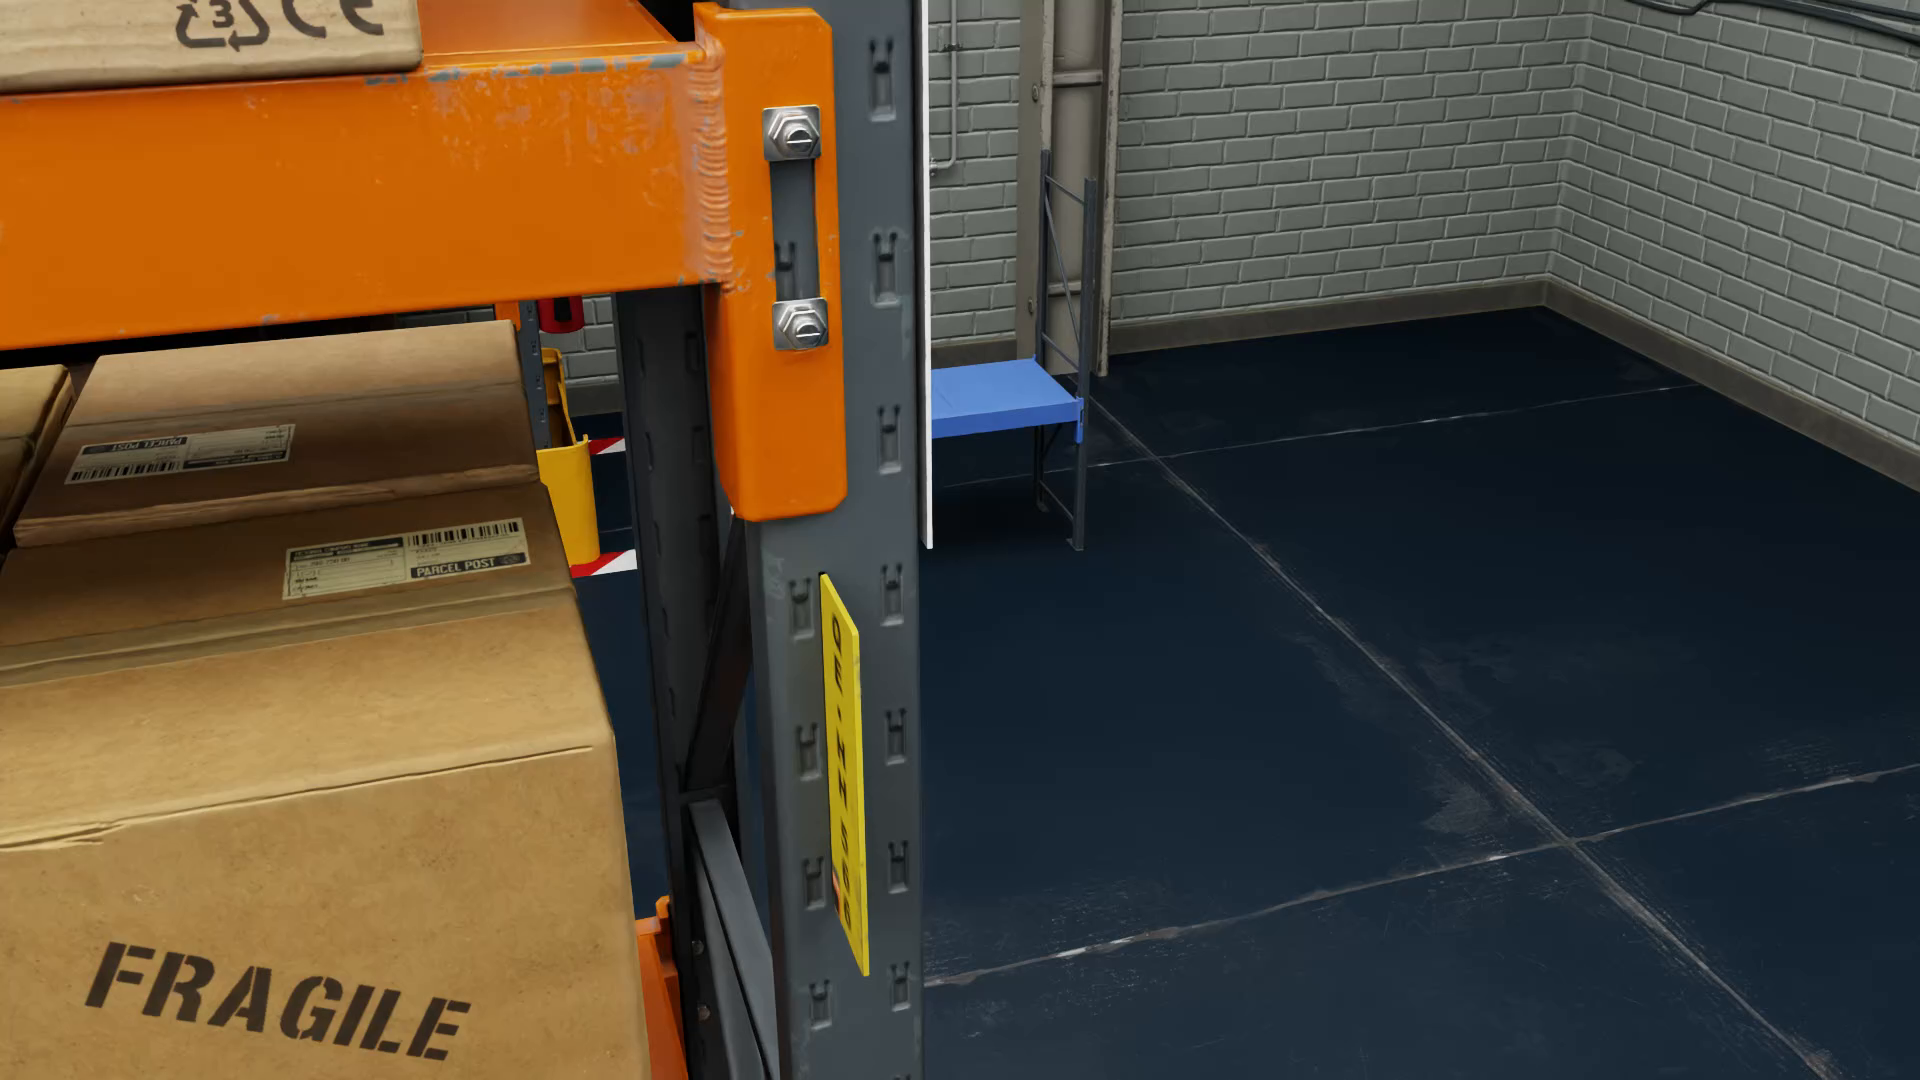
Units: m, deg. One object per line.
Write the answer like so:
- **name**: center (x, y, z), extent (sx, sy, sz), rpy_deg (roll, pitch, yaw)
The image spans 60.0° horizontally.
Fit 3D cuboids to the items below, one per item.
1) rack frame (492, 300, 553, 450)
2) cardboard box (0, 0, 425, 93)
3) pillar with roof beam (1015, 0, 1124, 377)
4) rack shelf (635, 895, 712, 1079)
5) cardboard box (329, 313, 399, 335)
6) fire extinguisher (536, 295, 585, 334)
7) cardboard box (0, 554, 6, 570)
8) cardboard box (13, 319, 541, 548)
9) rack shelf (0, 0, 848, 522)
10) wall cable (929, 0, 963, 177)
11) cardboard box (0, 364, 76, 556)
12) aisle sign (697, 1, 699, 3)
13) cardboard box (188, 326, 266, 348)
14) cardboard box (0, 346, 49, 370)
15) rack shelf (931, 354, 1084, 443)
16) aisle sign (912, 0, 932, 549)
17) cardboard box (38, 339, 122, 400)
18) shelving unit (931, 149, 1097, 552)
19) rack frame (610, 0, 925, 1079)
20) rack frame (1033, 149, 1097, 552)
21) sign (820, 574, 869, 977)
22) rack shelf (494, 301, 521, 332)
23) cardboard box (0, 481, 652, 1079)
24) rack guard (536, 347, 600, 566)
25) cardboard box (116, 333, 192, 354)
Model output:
- **rack frame**: center (-1.782, -1.479, 6.355), extent (0.127, 3.000, 1.000), rpy_deg (-8, 28, -16)
- **cardboard box**: center (-0.652, -0.479, 1.137), extent (0.500, 0.250, 0.500), rpy_deg (-8, 28, -16)
- **pillar with roof beam**: center (1.850, -3.083, 2.840), extent (0.400, 9.000, 9.100), rpy_deg (-8, 28, -16)
- **rack shelf**: center (-2.146, 1.213, 1.743), extent (4.000, 0.370, 1.077), rpy_deg (-8, 28, -16)
- **cardboard box**: center (-2.360, -0.801, 6.599), extent (0.250, 0.149, 0.380), rpy_deg (-8, 28, -16)
- **fire extinguisher**: center (-1.496, -1.103, 6.104), extent (0.183, 0.674, 0.296), rpy_deg (-8, 28, -16)
- **cardboard box**: center (-1.063, 0.370, 1.394), extent (0.500, 0.500, 0.500), rpy_deg (-7, 27, -15)
- **cardboard box**: center (-0.748, 0.072, 1.994), extent (0.500, 0.500, 0.500), rpy_deg (-7, 27, -15)
- **rack shelf**: center (-2.146, -0.131, 1.076), extent (4.000, 0.370, 1.077), rpy_deg (-8, 28, -16)
- **wall cable**: center (-0.858, -2.510, 7.290), extent (1.851, 1.984, 0.084), rpy_deg (-8, 28, -16)
- **cardboard box**: center (-1.243, 0.147, 1.843), extent (0.500, 0.500, 0.500), rpy_deg (-8, 27, -16)
- **aisle sign**: center (-0.271, -0.683, 1.828), extent (0.004, 0.787, 0.394), rpy_deg (-8, 28, -16)
- **cardboard box**: center (-2.841, -0.731, 6.458), extent (0.250, 0.149, 0.380), rpy_deg (-8, 28, -16)
- **cardboard box**: center (-3.565, -0.626, 6.246), extent (0.250, 0.149, 0.380), rpy_deg (-8, 27, -16)
- **rack shelf**: center (-0.081, -0.499, 6.473), extent (1.000, 0.185, 0.538), rpy_deg (-8, 28, -16)
- **aisle sign**: center (-0.085, -0.429, 1.317), extent (0.004, 0.787, 0.394), rpy_deg (-8, 28, -16)
- **cardboard box**: center (-3.321, -0.661, 6.318), extent (0.250, 0.149, 0.380), rpy_deg (-8, 27, -15)
- **shelving unit**: center (-0.081, -0.660, 6.393), extent (1.048, 1.500, 0.538), rpy_deg (-8, 28, -16)
- **rack frame**: center (-0.246, 0.614, 2.140), extent (0.053, 2.616, 0.949), rpy_deg (-8, 28, -16)
- **rack frame**: center (0.402, -0.730, 6.534), extent (0.032, 1.500, 0.500), rpy_deg (-8, 28, -16)
- **sign**: center (-0.092, 0.192, 1.332), extent (0.005, 0.325, 0.100), rpy_deg (-8, 28, -16)
- **rack shelf**: center (-3.684, -0.881, 5.961), extent (4.000, 0.370, 1.077), rpy_deg (-8, 28, -16)
- **cardboard box**: center (-0.583, 0.300, 1.535), extent (0.500, 0.500, 0.500), rpy_deg (-8, 28, -17)
- **rack guard**: center (-1.759, -0.362, 6.918), extent (0.348, 0.500, 1.175), rpy_deg (-8, 28, -16)
- **cardboard box**: center (-3.080, -0.696, 6.389), extent (0.250, 0.149, 0.380), rpy_deg (-8, 28, -16)
